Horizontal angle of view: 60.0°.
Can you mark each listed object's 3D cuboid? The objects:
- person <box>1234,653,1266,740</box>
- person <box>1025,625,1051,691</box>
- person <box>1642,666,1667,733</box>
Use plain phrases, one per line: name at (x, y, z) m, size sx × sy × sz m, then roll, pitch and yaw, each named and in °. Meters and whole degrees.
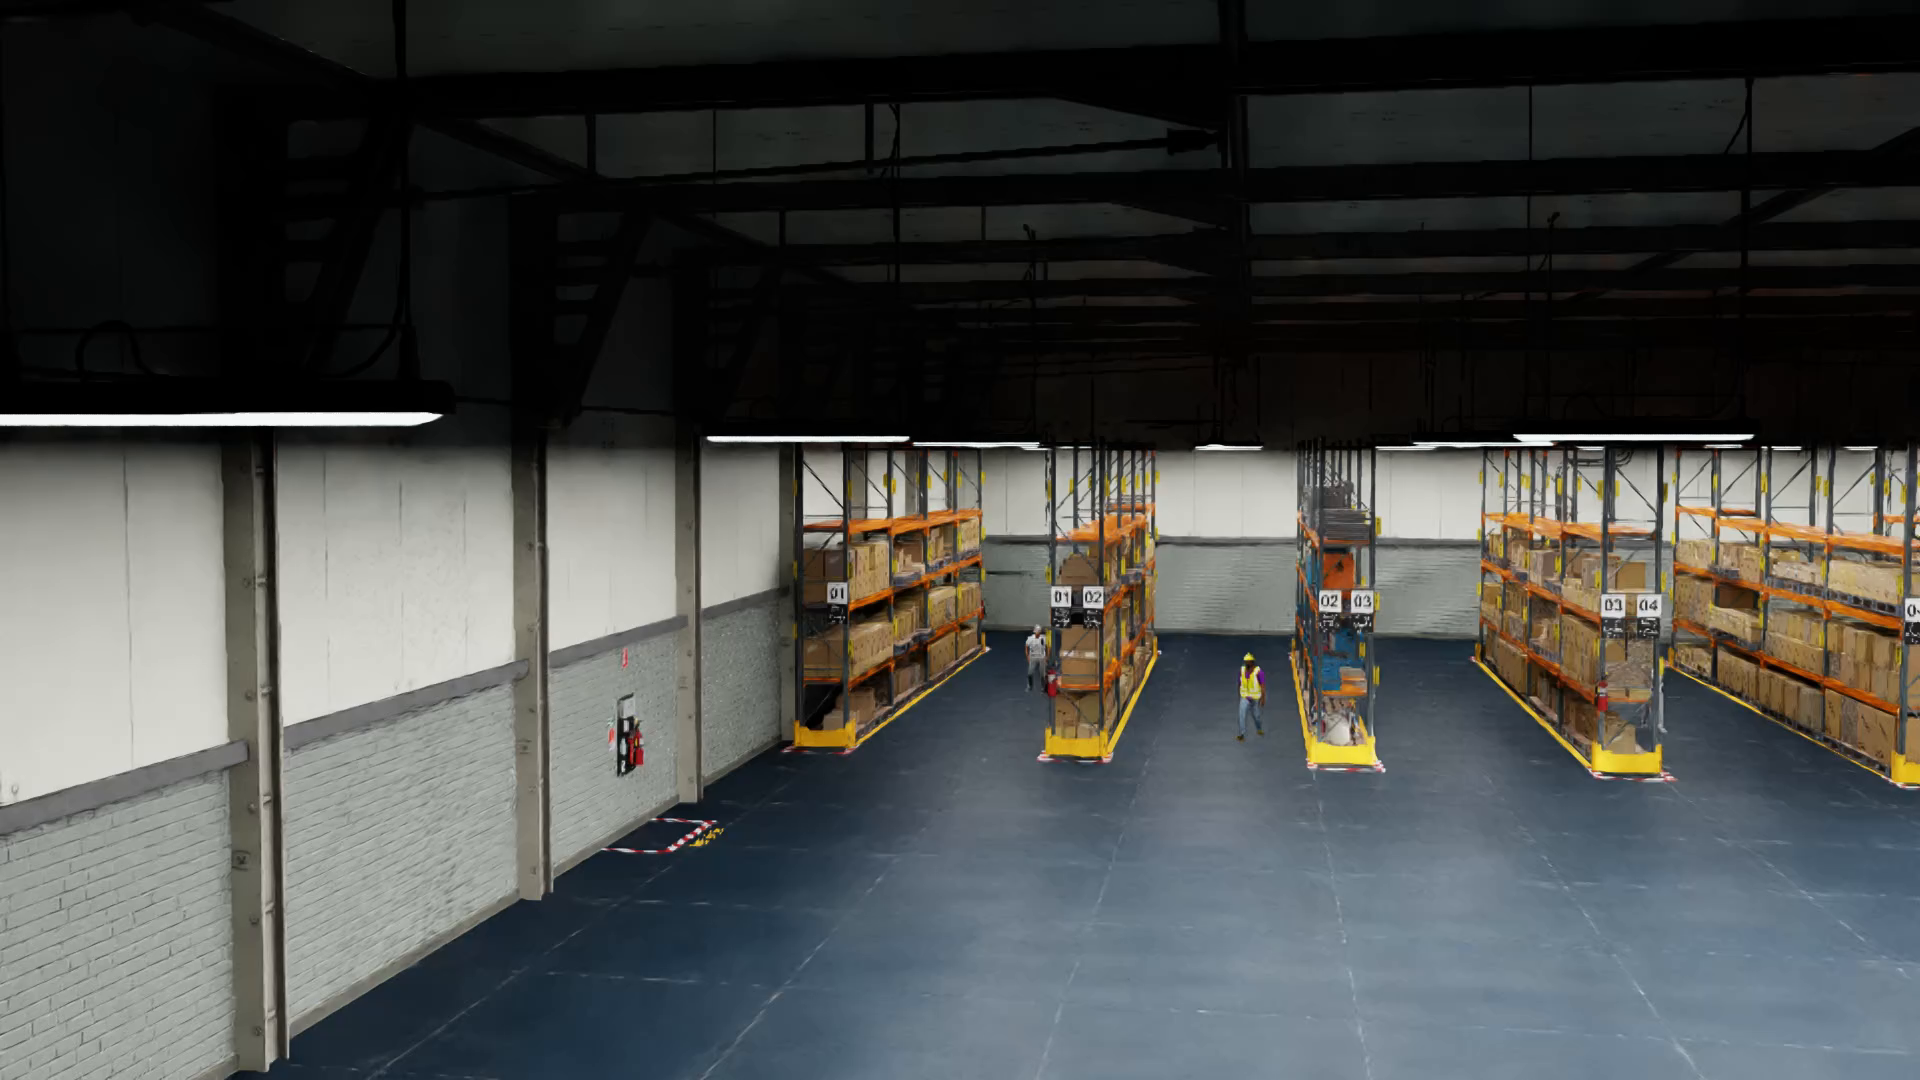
person at (5.810, 3.108, 33.155) m, size 0.601 × 1.728 × 0.939 m, roll 1°, pitch 3°, yaw 26°
person at (1.852, 2.824, 39.719) m, size 0.625 × 1.611 × 0.568 m, roll 0°, pitch 3°, yaw 8°
person at (14.169, 3.108, 34.014) m, size 0.495 × 1.589 × 1.086 m, roll 1°, pitch 3°, yaw 12°
